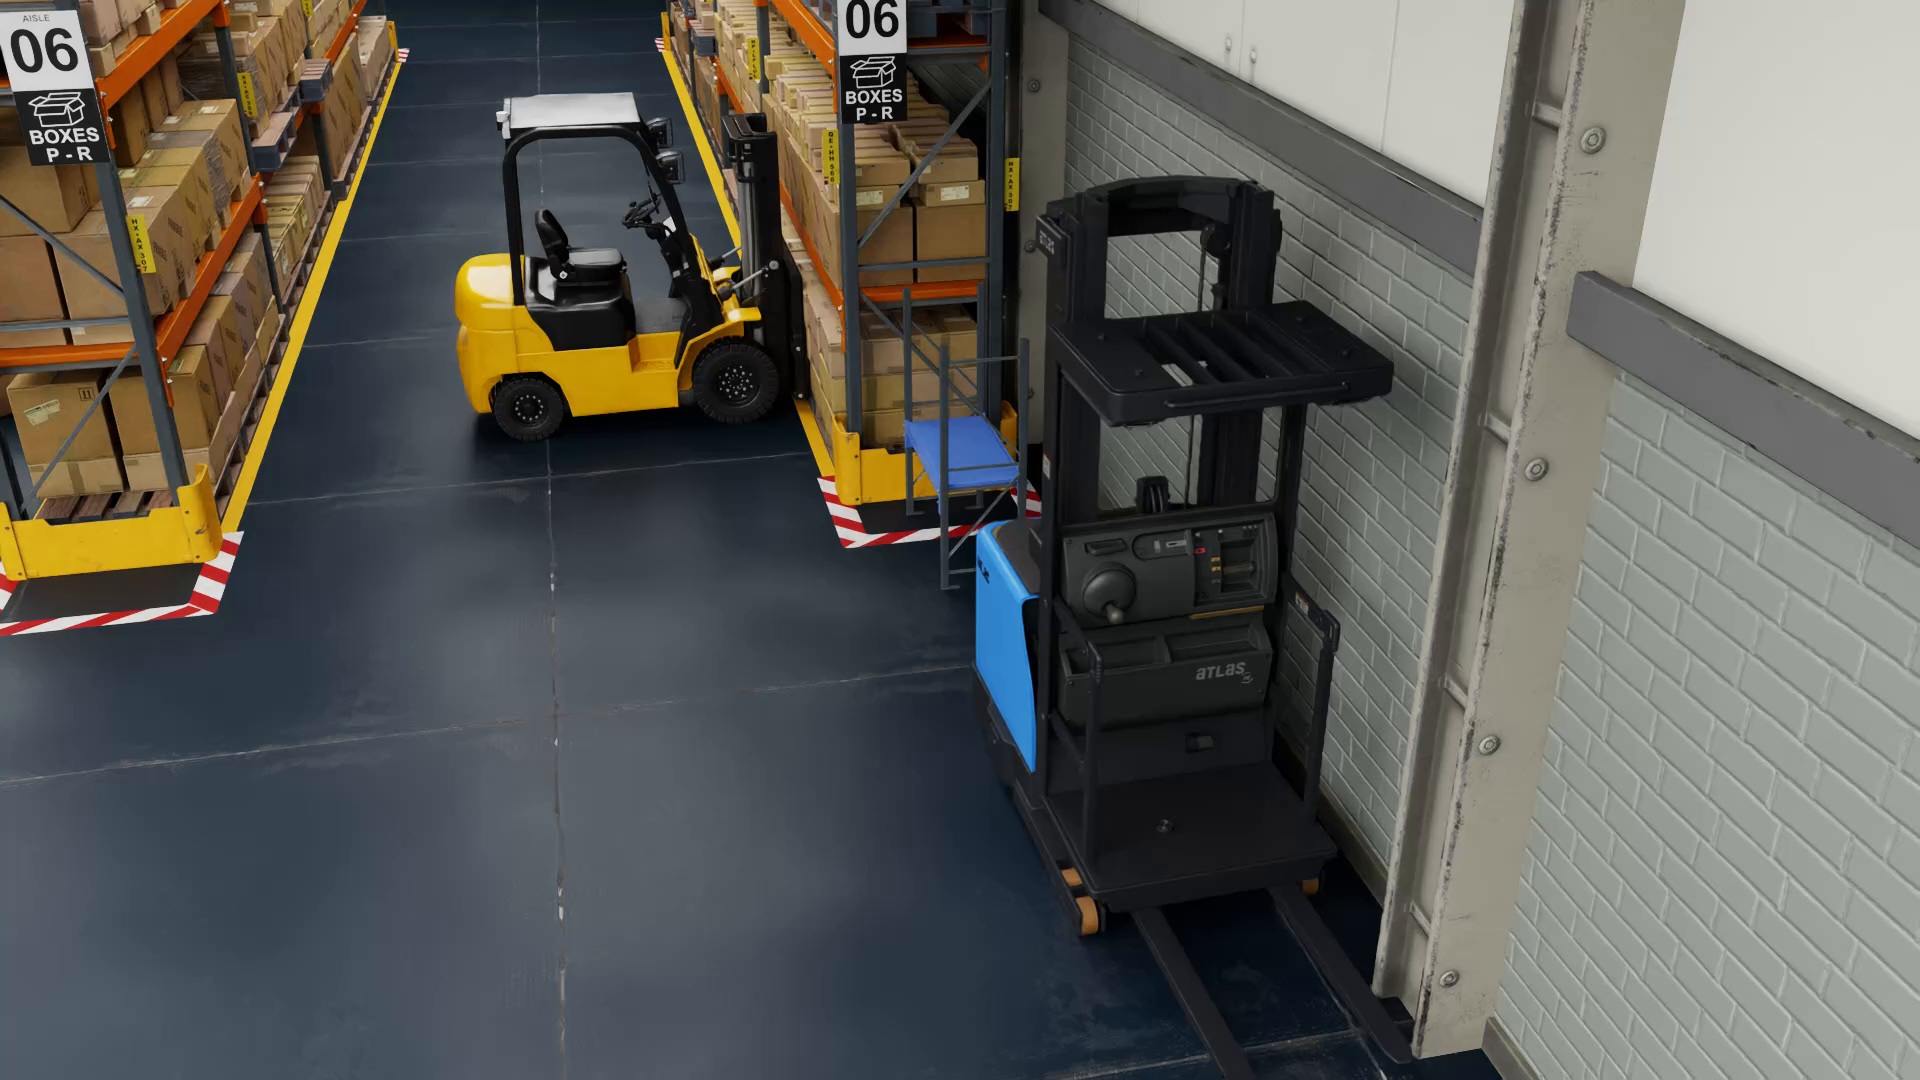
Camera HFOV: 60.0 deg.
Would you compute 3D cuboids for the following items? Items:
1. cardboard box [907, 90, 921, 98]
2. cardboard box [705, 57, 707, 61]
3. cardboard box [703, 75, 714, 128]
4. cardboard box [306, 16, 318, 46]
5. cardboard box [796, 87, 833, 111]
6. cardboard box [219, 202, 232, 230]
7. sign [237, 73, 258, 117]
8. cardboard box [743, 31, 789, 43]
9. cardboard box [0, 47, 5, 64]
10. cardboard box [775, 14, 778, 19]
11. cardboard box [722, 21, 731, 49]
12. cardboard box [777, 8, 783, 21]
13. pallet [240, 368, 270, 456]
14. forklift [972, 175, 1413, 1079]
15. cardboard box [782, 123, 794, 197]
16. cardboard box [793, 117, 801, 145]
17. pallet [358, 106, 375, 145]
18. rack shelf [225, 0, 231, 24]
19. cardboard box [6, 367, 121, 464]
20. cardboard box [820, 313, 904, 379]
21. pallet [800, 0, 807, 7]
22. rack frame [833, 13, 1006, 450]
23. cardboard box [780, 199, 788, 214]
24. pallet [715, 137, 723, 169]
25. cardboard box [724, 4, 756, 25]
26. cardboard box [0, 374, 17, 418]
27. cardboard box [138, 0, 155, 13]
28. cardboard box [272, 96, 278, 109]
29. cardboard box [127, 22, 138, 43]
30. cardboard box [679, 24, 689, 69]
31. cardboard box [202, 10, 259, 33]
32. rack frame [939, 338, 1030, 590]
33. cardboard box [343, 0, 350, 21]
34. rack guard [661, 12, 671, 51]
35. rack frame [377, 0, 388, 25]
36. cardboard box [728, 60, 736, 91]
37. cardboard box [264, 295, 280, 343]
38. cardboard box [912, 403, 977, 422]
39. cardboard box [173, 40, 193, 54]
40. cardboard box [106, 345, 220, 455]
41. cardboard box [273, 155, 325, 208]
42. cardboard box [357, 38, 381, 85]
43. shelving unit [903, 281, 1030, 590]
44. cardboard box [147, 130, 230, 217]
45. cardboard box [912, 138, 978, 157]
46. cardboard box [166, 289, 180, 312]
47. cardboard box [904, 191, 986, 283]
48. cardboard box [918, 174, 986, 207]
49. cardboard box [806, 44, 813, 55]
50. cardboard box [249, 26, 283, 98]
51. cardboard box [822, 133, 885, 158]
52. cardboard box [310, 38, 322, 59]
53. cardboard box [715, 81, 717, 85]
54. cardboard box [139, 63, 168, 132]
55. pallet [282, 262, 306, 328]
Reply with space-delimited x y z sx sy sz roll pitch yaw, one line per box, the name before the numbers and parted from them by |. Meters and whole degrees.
cardboard box | -0.482 -3.135 11.971 0.380 0.149 0.250 -5 27 -10
cardboard box | -2.907 -5.920 20.239 0.380 0.149 0.250 -7 28 -14
cardboard box | -2.696 -5.125 19.382 0.500 0.500 0.500 -7 28 -13
cardboard box | -6.742 -5.111 16.659 0.500 0.250 0.500 -6 27 -12
cardboard box | -0.982 -3.196 12.093 0.380 0.149 0.250 -6 27 -12
cardboard box | -5.366 -2.283 11.723 0.380 0.149 0.250 -6 27 -12
sign | -5.440 -3.396 12.689 0.100 0.325 0.005 -6 27 -12
cardboard box | -1.742 -4.477 14.959 0.380 0.149 0.250 -6 27 -11
cardboard box | -5.533 -2.776 9.372 0.380 0.149 0.250 -5 27 -10
cardboard box | -1.661 -5.200 16.836 0.500 0.250 0.500 -5 27 -10
cardboard box | -2.060 -4.930 16.299 0.500 0.250 0.500 -5 27 -10
cardboard box | -1.596 -5.201 16.396 0.380 0.149 0.250 -6 27 -12
pallet | -5.503 -0.879 11.756 1.003 0.211 1.213 -6 27 -12
forklift | 0.932 0.155 6.690 1.130 2.935 3.031 -7 28 -13
cardboard box | -1.038 -2.831 12.419 0.500 0.500 0.500 -6 27 -12
cardboard box | -0.987 -2.944 11.922 0.380 0.149 0.250 -7 28 -13
pallet | -7.523 -4.887 19.699 1.003 0.211 1.213 -6 27 -12
rack shelf | -6.418 -4.847 13.994 1.077 0.370 4.000 -6 27 -12
cardboard box | -5.500 -0.815 10.289 0.500 0.500 0.500 -6 27 -11
cardboard box | -0.638 -1.278 10.928 0.500 0.250 0.500 -5 27 -10
pallet | -0.643 -3.850 11.318 1.003 0.211 1.213 -6 27 -12
rack frame | -0.231 -1.701 10.291 1.000 3.000 0.127 -6 27 -12
cardboard box | -1.329 -2.619 13.586 0.500 0.250 0.500 -6 27 -12
pallet | -2.165 -4.300 18.534 1.003 0.211 1.213 -6 27 -12
cardboard box | -2.104 -5.150 16.294 0.380 0.149 0.250 -5 27 -10
cardboard box | -7.051 -1.228 12.125 0.500 0.500 0.500 13 30 24
cardboard box | -5.164 -3.294 9.955 0.500 0.250 0.500 -5 27 -10
cardboard box | -6.041 -3.754 14.172 0.380 0.149 0.250 -6 27 -11
cardboard box | -5.140 -3.049 9.912 0.380 0.149 0.250 -7 28 -13
cardboard box | -3.402 -6.683 22.471 0.700 0.500 0.500 -7 28 -14
cardboard box | -6.074 -4.315 13.842 0.380 0.149 0.250 -4 27 -9
rack frame | 0.134 -0.409 9.396 0.500 1.500 0.032 -6 27 -12
cardboard box | -7.423 -6.225 19.421 0.500 0.250 0.500 -7 28 -13
rack guard | -3.819 -7.576 24.704 1.175 0.500 0.348 -6 27 -12
rack frame | -8.671 -8.219 23.205 1.000 3.000 0.127 -6 27 -12
cardboard box | -1.940 -4.480 15.963 0.500 0.250 0.500 -7 28 -13
cardboard box | -5.572 -1.679 12.833 0.500 0.250 0.500 -5 27 -9
cardboard box | -0.151 -0.896 11.282 0.500 0.250 0.500 -6 27 -11
cardboard box | -6.408 -3.713 13.371 0.500 0.500 0.500 -6 27 -11
cardboard box | -4.984 -0.883 10.423 0.500 0.500 0.500 -7 28 -13
cardboard box | -6.751 -3.473 16.251 0.950 0.372 0.625 -8 28 -15
cardboard box | -8.009 -6.186 21.555 0.875 0.438 0.875 -7 28 -13
shelving unit | 0.019 -0.632 9.838 0.538 1.500 1.048 -6 27 -12
cardboard box | -5.381 -2.506 11.445 0.500 0.500 0.500 -5 27 -10
cardboard box | -0.097 -2.460 10.634 0.380 0.149 0.250 -5 27 -10
cardboard box | -4.992 -1.487 10.147 0.380 0.149 0.250 -7 28 -13
cardboard box | -0.072 -1.991 10.755 0.500 0.500 0.500 -5 27 -10
cardboard box | -0.054 -2.210 10.470 0.380 0.149 0.250 -7 28 -13
cardboard box | -1.145 -4.310 14.630 0.380 0.149 0.250 -6 27 -12
cardboard box | -6.005 -3.989 13.918 0.500 0.500 0.500 -6 27 -12
cardboard box | -0.688 -2.521 10.755 0.380 0.149 0.250 -5 27 -10
cardboard box | -6.734 -4.881 16.757 0.500 0.250 0.500 -6 27 -12
cardboard box | -2.500 -5.002 18.419 0.380 0.149 0.250 -7 28 -13
cardboard box | -5.985 -3.133 11.578 0.700 0.500 0.500 -6 27 -11
pallet | -6.144 -2.048 14.073 1.003 0.211 1.213 -6 27 -12
